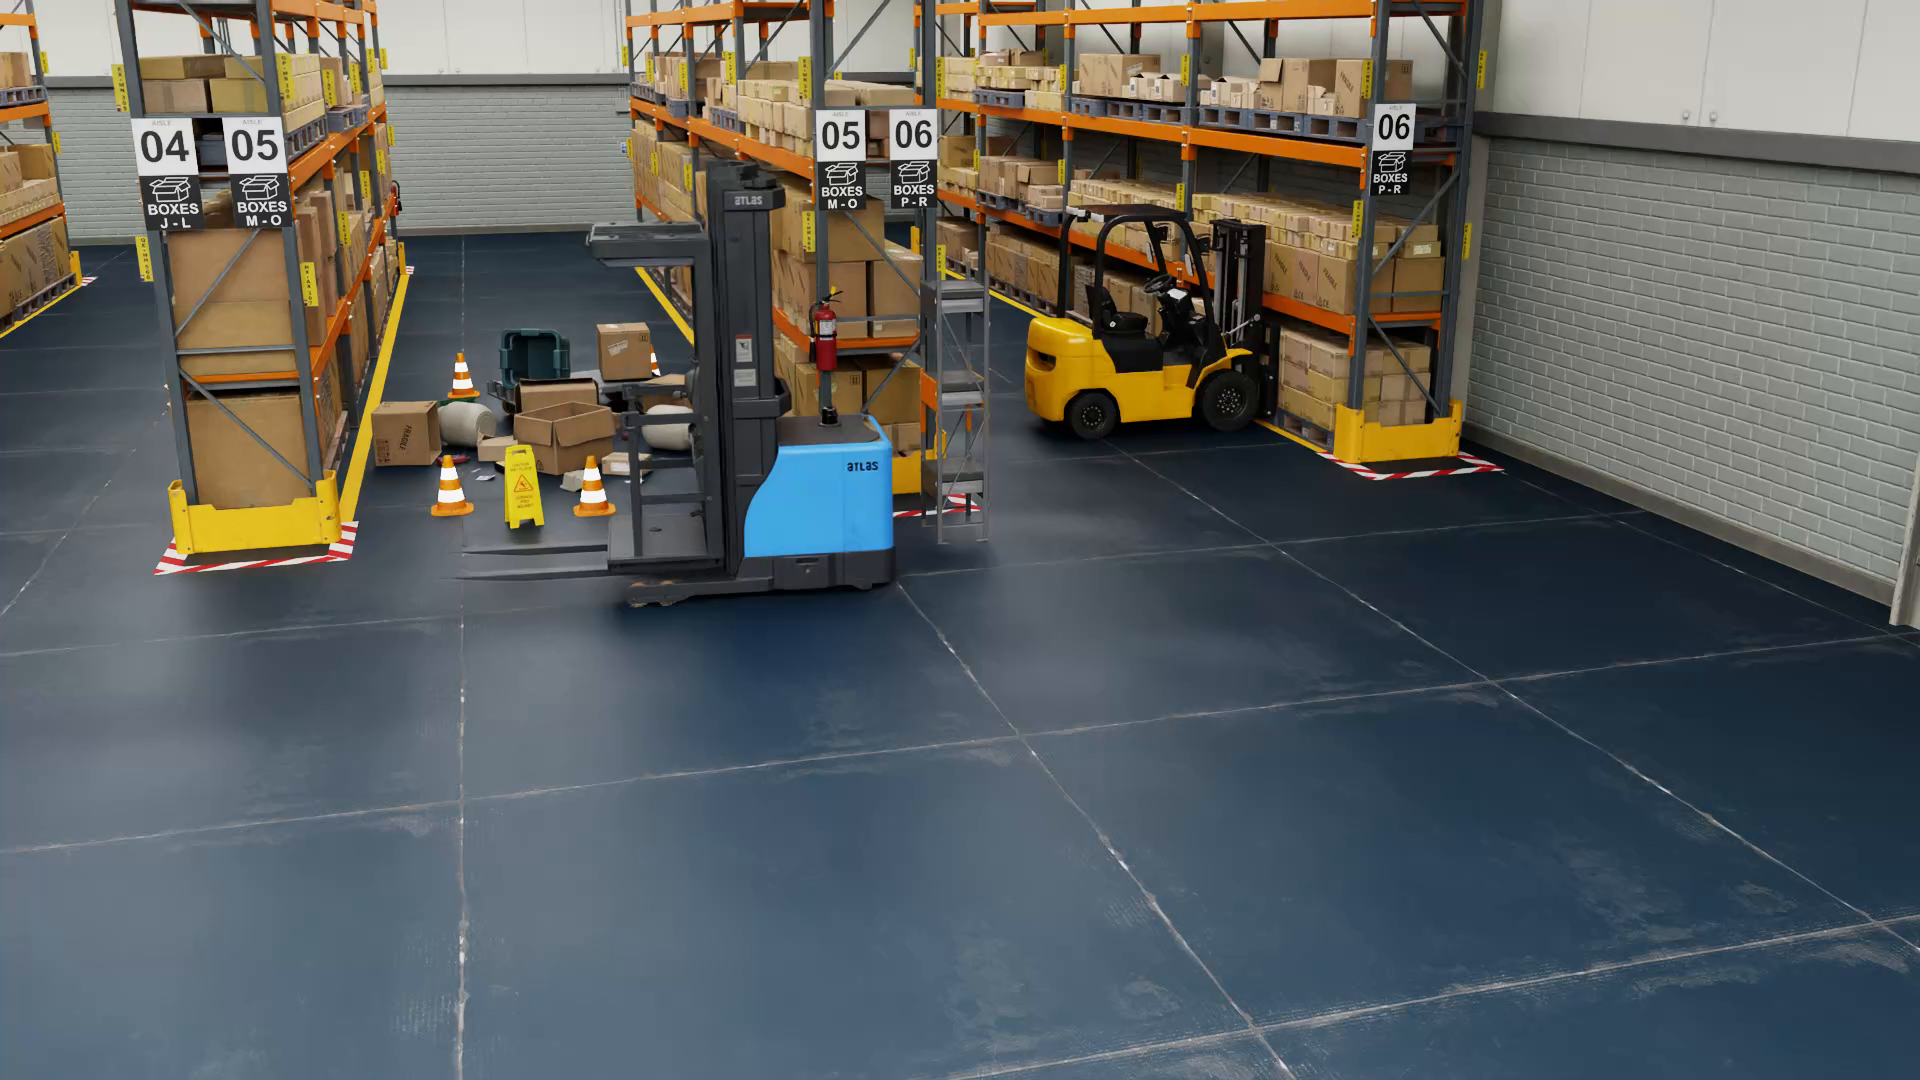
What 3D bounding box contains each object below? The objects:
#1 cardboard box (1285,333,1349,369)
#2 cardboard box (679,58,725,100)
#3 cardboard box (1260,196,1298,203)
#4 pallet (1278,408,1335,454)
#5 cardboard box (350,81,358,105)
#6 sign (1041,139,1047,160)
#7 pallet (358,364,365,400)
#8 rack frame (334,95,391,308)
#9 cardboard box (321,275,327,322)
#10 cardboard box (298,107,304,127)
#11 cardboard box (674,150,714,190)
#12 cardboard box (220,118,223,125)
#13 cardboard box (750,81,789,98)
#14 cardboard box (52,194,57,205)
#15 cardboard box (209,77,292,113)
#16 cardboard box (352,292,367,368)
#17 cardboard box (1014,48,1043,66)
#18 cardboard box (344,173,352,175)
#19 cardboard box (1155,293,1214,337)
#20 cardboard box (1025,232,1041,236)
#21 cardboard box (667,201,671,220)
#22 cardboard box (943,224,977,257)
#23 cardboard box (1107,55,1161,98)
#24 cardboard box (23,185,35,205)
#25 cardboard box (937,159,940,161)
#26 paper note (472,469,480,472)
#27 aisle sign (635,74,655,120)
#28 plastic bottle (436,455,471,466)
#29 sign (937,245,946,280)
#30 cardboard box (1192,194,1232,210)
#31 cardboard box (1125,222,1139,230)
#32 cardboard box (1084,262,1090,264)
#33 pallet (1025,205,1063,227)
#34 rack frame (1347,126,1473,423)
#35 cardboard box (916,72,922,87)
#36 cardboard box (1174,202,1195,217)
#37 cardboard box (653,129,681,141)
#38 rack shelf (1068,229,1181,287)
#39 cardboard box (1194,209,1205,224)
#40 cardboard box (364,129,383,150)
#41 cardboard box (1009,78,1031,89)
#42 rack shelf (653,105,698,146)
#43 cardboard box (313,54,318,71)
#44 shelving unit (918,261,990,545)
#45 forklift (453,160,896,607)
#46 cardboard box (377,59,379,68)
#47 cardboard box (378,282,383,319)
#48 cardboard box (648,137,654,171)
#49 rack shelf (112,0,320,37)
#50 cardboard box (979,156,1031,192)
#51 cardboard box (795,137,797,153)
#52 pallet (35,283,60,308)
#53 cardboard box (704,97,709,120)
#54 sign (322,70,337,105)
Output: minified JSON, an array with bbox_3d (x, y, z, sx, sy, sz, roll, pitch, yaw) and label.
[{"bbox_3d":[3.508,-1.843,16.187,0.500,0.250,0.500,-4,17,-14],"label":"cardboard box"},{"bbox_3d":[-3.138,-5.836,21.042,0.797,0.503,0.637,-6,18,-19],"label":"cardboard box"},{"bbox_3d":[3.474,-3.635,18.021,0.380,0.149,0.250,-5,17,-16],"label":"cardboard box"},{"bbox_3d":[3.830,-1.110,16.279,1.003,0.211,1.213,-5,17,-15],"label":"pallet"},{"bbox_3d":[-7.522,-5.300,19.996,0.500,0.500,0.500,-5,17,-15],"label":"cardboard box"},{"bbox_3d":[1.315,-6.156,26.218,0.100,0.325,0.005,-5,17,-15],"label":"sign"},{"bbox_3d":[-7.145,-1.741,18.380,1.003,0.211,1.213,-5,17,-15],"label":"pallet"},{"bbox_3d":[-8.721,-4.743,23.529,1.000,3.000,0.127,-5,17,-15],"label":"rack frame"},{"bbox_3d":[-5.959,-2.054,14.314,0.875,0.550,0.500,-5,17,-15],"label":"cardboard box"},{"bbox_3d":[-5.487,-3.389,13.339,0.380,0.149,0.250,-5,17,-15],"label":"cardboard box"},{"bbox_3d":[-3.562,-4.985,22.420,0.500,0.500,0.500,-5,17,-15],"label":"cardboard box"},{"bbox_3d":[-6.259,-3.476,13.630,0.380,0.149,0.250,-4,17,-15],"label":"cardboard box"},{"bbox_3d":[-1.808,-4.317,15.946,0.380,0.149,0.250,-5,17,-16],"label":"cardboard box"},{"bbox_3d":[-14.129,-5.221,25.556,0.380,0.149,0.250,-5,17,-15],"label":"cardboard box"},{"bbox_3d":[-5.309,-3.334,12.463,0.500,0.250,0.500,-5,17,-15],"label":"cardboard box"},{"bbox_3d":[-7.297,-2.344,18.720,1.050,0.750,0.750,-4,17,-14],"label":"cardboard box"},{"bbox_3d":[1.037,-7.313,25.164,0.396,0.266,0.258,-5,17,-15],"label":"cardboard box"},{"bbox_3d":[-8.423,-5.014,23.101,0.380,0.149,0.250,-4,17,-13],"label":"cardboard box"},{"bbox_3d":[2.827,-2.551,19.627,0.875,0.625,0.625,-4,17,-13],"label":"cardboard box"},{"bbox_3d":[1.238,-4.719,25.937,0.380,0.149,0.250,-5,17,-15],"label":"cardboard box"},{"bbox_3d":[-3.853,-4.662,23.520,0.500,0.250,0.500,-5,17,-16],"label":"cardboard box"},{"bbox_3d":[0.007,-5.096,28.319,0.500,0.500,0.500,-4,17,-14],"label":"cardboard box"},{"bbox_3d":[2.126,-5.682,20.362,0.500,0.500,0.500,-4,17,-14],"label":"cardboard box"},{"bbox_3d":[-13.802,-5.018,24.188,0.500,0.250,0.500,-5,17,-15],"label":"cardboard box"},{"bbox_3d":[-0.451,-6.586,29.408,0.500,0.250,0.500,-5,17,-15],"label":"cardboard box"},{"bbox_3d":[-4.371,-0.630,15.031,0.032,0.001,0.123,4,17,13],"label":"paper note"},{"bbox_3d":[-5.387,-7.511,28.224,0.394,0.787,0.004,-5,17,-15],"label":"aisle sign"},{"bbox_3d":[-4.659,-0.738,15.302,0.283,0.061,0.133,-12,20,-34],"label":"plastic bottle"},{"bbox_3d":[-0.169,-2.301,13.893,0.100,0.325,0.005,-5,17,-15],"label":"sign"},{"bbox_3d":[2.783,-3.733,18.346,0.380,0.149,0.250,-4,17,-14],"label":"cardboard box"},{"bbox_3d":[2.317,-3.910,20.147,0.500,0.250,0.500,-4,17,-14],"label":"cardboard box"},{"bbox_3d":[1.920,-3.730,23.770,0.500,0.500,0.500,-5,17,-15],"label":"cardboard box"},{"bbox_3d":[1.628,-4.540,23.185,1.213,0.211,1.003,-5,17,-15],"label":"pallet"},{"bbox_3d":[4.080,-2.237,15.185,1.000,3.000,0.127,-5,17,-15],"label":"rack frame"},{"bbox_3d":[-0.458,-8.025,28.985,0.500,0.250,0.500,-5,17,-16],"label":"cardboard box"},{"bbox_3d":[2.674,-3.779,19.017,0.380,0.149,0.250,-4,17,-13],"label":"cardboard box"},{"bbox_3d":[-4.380,-6.060,24.873,0.380,0.149,0.250,-5,17,-16],"label":"cardboard box"},{"bbox_3d":[2.432,-3.552,20.813,1.077,0.370,4.000,-5,17,-15],"label":"rack shelf"},{"bbox_3d":[2.816,-3.593,18.398,0.380,0.149,0.250,-5,17,-16],"label":"cardboard box"},{"bbox_3d":[-8.876,-5.841,24.753,0.500,0.500,0.500,-4,17,-14],"label":"cardboard box"},{"bbox_3d":[0.929,-6.584,23.976,0.380,0.149,0.250,-4,17,-14],"label":"cardboard box"},{"bbox_3d":[-3.439,-5.702,22.755,1.077,0.370,4.000,-5,17,-15],"label":"rack shelf"},{"bbox_3d":[-6.046,-4.332,15.092,0.380,0.149,0.250,-5,17,-15],"label":"cardboard box"},{"bbox_3d":[-0.045,-1.051,12.802,0.431,2.100,0.503,-5,17,-15],"label":"shelving unit"},{"bbox_3d":[-2.024,-1.107,11.543,3.031,2.935,1.130,-3,17,-10],"label":"forklift"},{"bbox_3d":[-9.446,-7.576,26.445,0.380,0.149,0.250,-5,17,-16],"label":"cardboard box"},{"bbox_3d":[-7.858,-3.137,21.797,0.500,0.500,0.500,-5,17,-17],"label":"cardboard box"},{"bbox_3d":[-4.516,-5.939,25.598,0.500,0.500,0.500,-5,17,-16],"label":"cardboard box"},{"bbox_3d":[-5.972,-4.314,13.619,1.077,0.370,4.000,-5,17,-15],"label":"rack shelf"},{"bbox_3d":[0.700,-5.654,25.656,0.700,0.500,0.500,-4,17,-14],"label":"cardboard box"},{"bbox_3d":[-1.198,-3.379,14.209,0.380,0.149,0.250,-4,17,-14],"label":"cardboard box"},{"bbox_3d":[-13.990,-3.598,24.564,1.003,0.211,1.213,-5,17,-15],"label":"pallet"},{"bbox_3d":[-2.896,-5.257,20.260,0.396,0.266,0.258,-5,17,-15],"label":"cardboard box"},{"bbox_3d":[-5.989,-4.297,15.793,0.100,0.325,0.005,-5,17,-15],"label":"sign"}]
